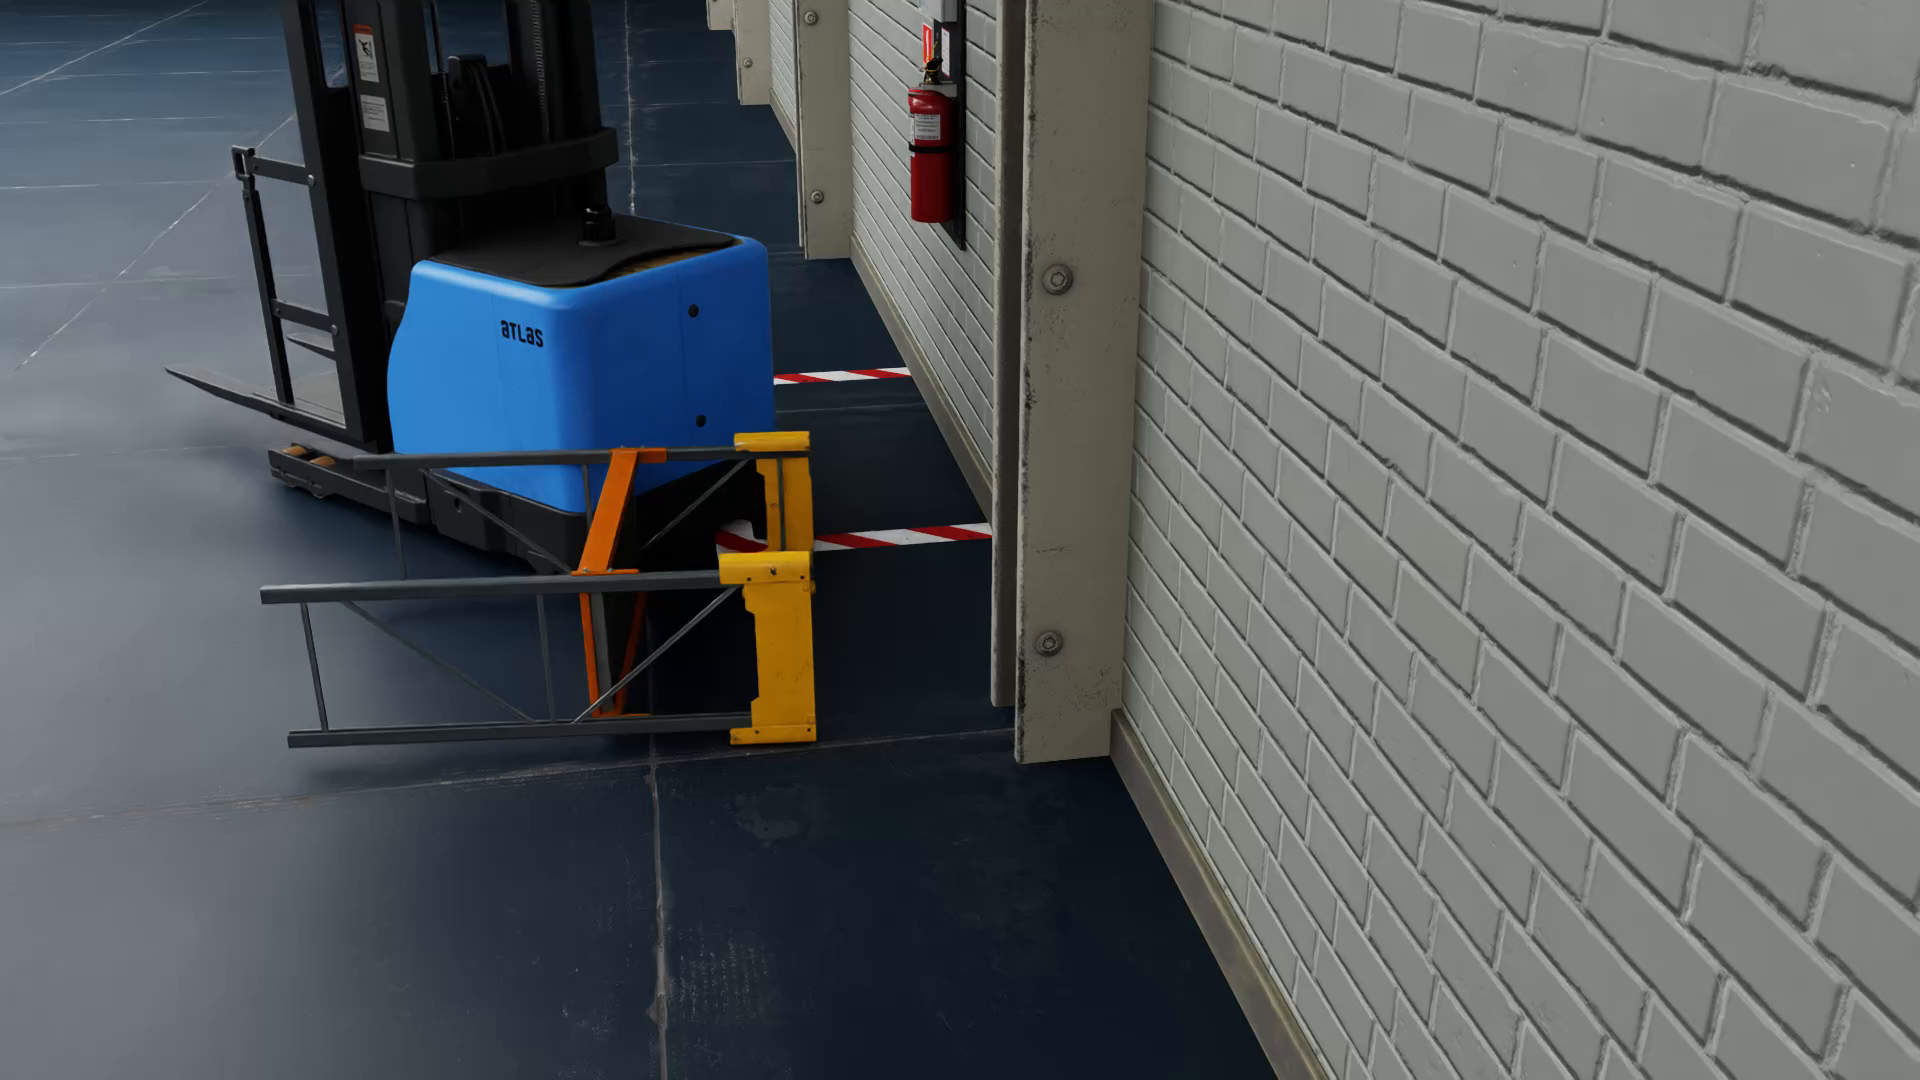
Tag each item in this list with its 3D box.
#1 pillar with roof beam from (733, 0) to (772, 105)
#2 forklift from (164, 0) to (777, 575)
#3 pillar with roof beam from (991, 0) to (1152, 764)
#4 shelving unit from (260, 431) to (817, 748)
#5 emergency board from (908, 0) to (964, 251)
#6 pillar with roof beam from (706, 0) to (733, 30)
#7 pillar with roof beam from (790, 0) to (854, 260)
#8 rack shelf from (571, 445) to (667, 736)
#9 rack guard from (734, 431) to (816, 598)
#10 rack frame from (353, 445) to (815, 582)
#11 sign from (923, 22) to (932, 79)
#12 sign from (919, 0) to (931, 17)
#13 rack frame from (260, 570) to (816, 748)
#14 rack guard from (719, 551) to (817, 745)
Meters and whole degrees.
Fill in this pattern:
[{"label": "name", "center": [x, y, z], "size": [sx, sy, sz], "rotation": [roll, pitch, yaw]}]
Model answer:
[{"label": "pillar with roof beam", "center": [-6.168, -7.971, 13.258], "size": [9.100, 9.000, 0.400], "rotation": [-4, 24, -10]}, {"label": "forklift", "center": [-2.170, -1.659, 6.387], "size": [3.031, 2.935, 1.130], "rotation": [17, 29, 34]}, {"label": "pillar with roof beam", "center": [-3.949, -3.251, 2.451], "size": [9.100, 9.000, 0.400], "rotation": [-4, 24, -10]}, {"label": "shelving unit", "center": [-1.210, 0.136, 5.172], "size": [1.500, 0.587, 1.083], "rotation": [-2, 24, -4]}, {"label": "emergency board", "center": [-0.138, -1.795, 6.613], "size": [0.194, 1.169, 0.643], "rotation": [-4, 24, -10]}, {"label": "pillar with roof beam", "center": [-7.277, -10.331, 18.661], "size": [9.100, 9.000, 0.400], "rotation": [-4, 24, -10]}, {"label": "pillar with roof beam", "center": [-5.058, -5.611, 7.854], "size": [9.100, 9.000, 0.400], "rotation": [-4, 24, -10]}, {"label": "rack shelf", "center": [-1.032, 0.127, 5.194], "size": [0.185, 0.538, 1.000], "rotation": [-2, 24, -4]}, {"label": "rack guard", "center": [-0.628, -0.083, 5.674], "size": [0.250, 0.587, 0.087], "rotation": [-2, 24, -4]}, {"label": "rack frame", "center": [-1.253, -0.070, 5.645], "size": [1.500, 0.500, 0.032], "rotation": [-2, 24, -4]}, {"label": "sign", "center": [-0.138, -2.037, 7.121], "size": [0.001, 0.329, 0.234], "rotation": [-4, 24, -10]}, {"label": "sign", "center": [-0.146, -2.277, 7.009], "size": [0.001, 0.109, 0.331], "rotation": [-4, 24, -10]}, {"label": "rack frame", "center": [-1.169, 0.335, 4.716], "size": [1.500, 0.500, 0.032], "rotation": [-2, 24, -4]}, {"label": "rack guard", "center": [-0.546, 0.314, 4.765], "size": [0.250, 0.587, 0.087], "rotation": [-2, 24, -4]}]
